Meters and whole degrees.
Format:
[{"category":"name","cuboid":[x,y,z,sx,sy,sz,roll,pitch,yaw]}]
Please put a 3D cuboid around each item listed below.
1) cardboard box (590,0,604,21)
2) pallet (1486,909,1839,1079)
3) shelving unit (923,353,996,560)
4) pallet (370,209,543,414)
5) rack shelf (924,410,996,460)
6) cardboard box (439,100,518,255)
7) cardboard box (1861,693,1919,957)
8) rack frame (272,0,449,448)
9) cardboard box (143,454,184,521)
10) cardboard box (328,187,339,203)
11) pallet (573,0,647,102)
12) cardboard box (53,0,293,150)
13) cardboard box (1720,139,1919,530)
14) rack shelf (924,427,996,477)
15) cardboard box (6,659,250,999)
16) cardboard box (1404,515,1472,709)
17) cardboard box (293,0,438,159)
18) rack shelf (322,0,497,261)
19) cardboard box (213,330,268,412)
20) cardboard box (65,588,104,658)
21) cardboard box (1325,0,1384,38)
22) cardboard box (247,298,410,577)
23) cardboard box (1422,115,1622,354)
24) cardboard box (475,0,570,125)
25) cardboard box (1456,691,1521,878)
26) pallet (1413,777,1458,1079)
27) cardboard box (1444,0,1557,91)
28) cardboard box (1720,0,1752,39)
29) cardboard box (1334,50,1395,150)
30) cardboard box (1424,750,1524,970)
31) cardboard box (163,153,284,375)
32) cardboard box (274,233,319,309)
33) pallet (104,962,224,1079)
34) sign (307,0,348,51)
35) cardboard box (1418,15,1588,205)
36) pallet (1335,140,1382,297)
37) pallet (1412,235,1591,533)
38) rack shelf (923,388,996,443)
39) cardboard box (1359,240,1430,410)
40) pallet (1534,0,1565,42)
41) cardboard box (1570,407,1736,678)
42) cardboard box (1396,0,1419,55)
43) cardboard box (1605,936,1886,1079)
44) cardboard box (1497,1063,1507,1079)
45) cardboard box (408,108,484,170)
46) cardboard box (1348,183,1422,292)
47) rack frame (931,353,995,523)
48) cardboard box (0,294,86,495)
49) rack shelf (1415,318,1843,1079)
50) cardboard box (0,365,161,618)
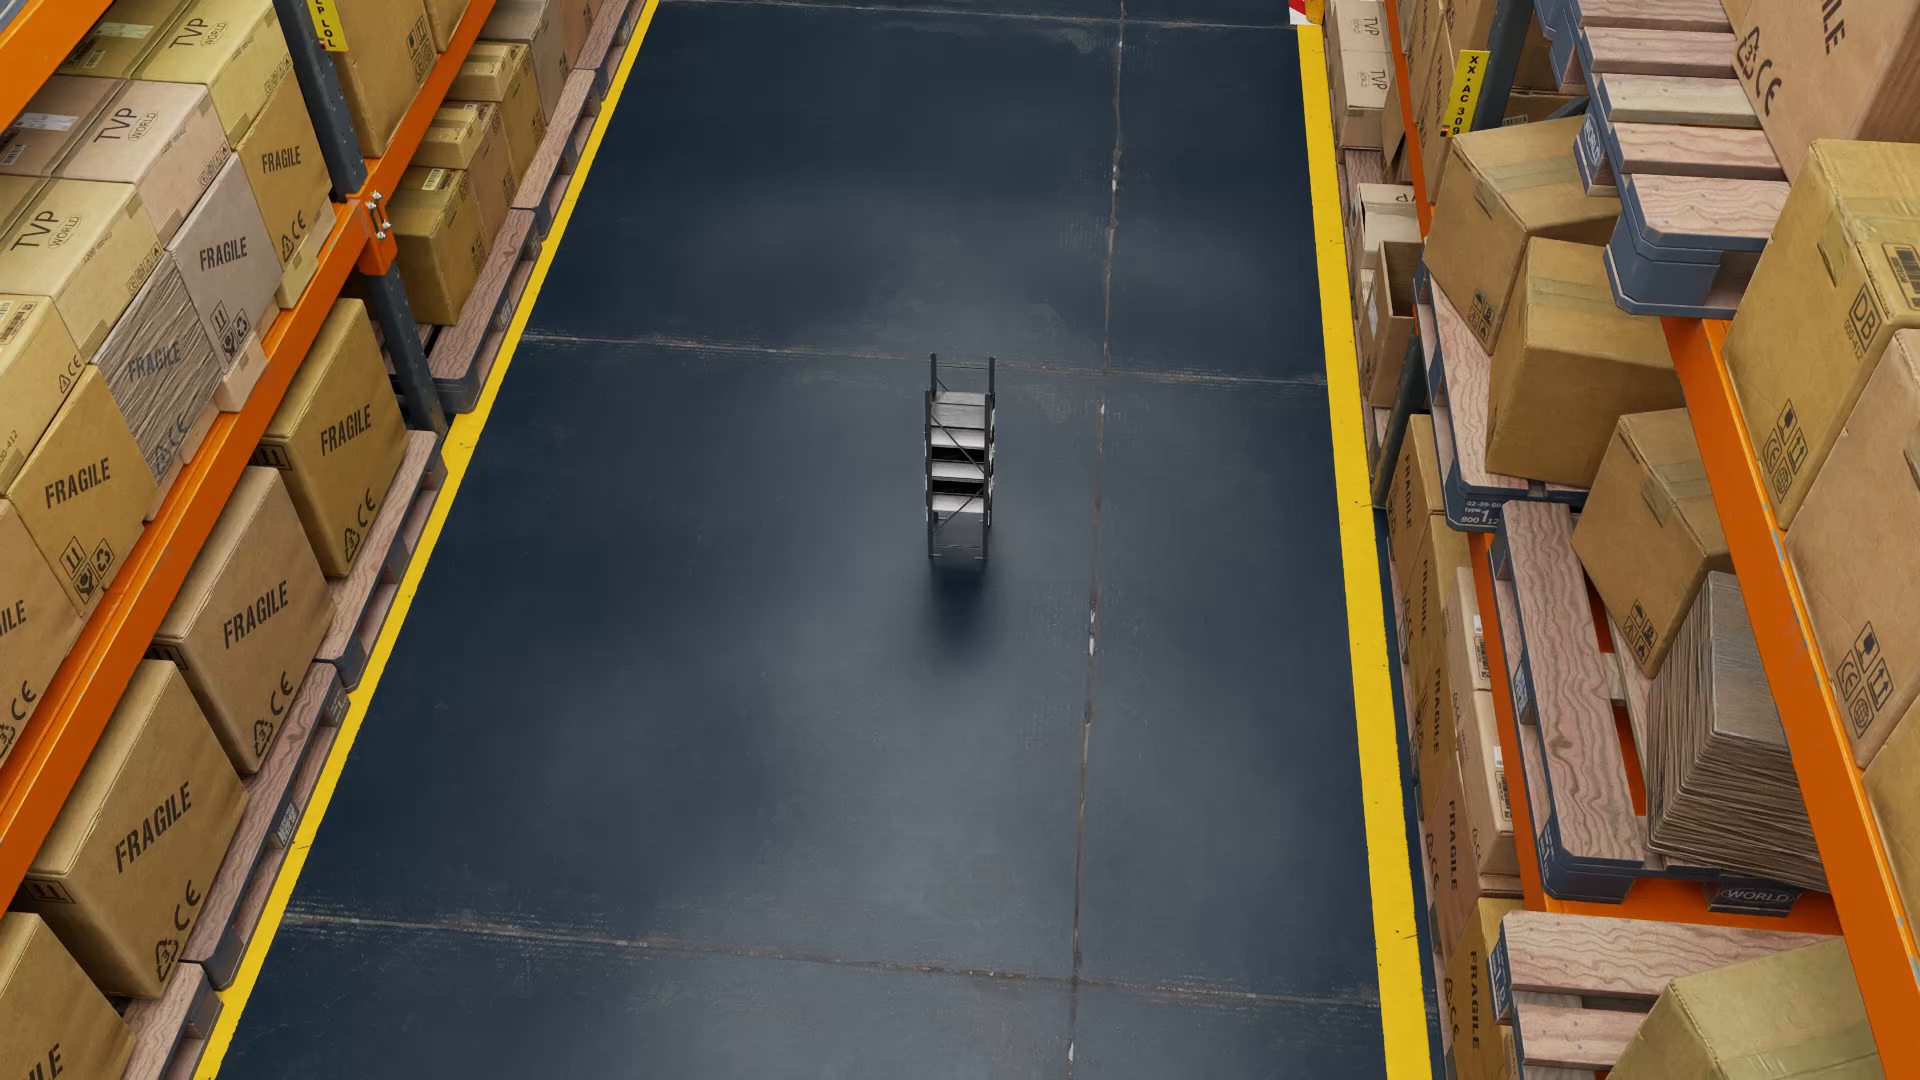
[{"category":"cardboard box","cuboid":[-2.320,-3.197,9.076,0.700,0.500,0.500,4,48,4]},{"category":"pallet","cuboid":[1.840,1.351,3.637,1.213,0.211,1.003,4,48,4]},{"category":"shelving unit","cuboid":[0.001,-0.310,6.449,0.258,0.900,0.210,4,48,4]},{"category":"pallet","cuboid":[-2.573,-1.093,7.632,1.003,0.211,1.213,4,48,4]},{"category":"rack shelf","cuboid":[0.001,-0.409,6.341,0.258,0.077,0.200,4,48,4]},{"category":"cardboard box","cuboid":[-2.501,-1.690,7.698,0.700,0.500,0.500,3,48,3]},{"category":"cardboard box","cuboid":[1.855,0.420,2.258,0.910,0.500,0.500,4,48,4]},{"category":"rack frame","cuboid":[-2.720,-1.480,6.097,1.000,3.000,0.127,4,48,4]},{"category":"cardboard box","cuboid":[-2.629,-0.204,5.087,0.380,0.149,0.250,3,48,2]},{"category":"cardboard box","cuboid":[-2.761,-1.447,7.036,0.380,0.149,0.250,4,48,3]},{"category":"pallet","cuboid":[-2.351,-2.886,9.272,1.003,0.211,1.213,4,48,4]},{"category":"cardboard box","cuboid":[-2.508,-1.514,5.337,0.500,0.250,0.500,5,48,4]},{"category":"cardboard box","cuboid":[1.949,-0.337,2.950,0.910,0.500,0.500,4,48,4]},{"category":"rack shelf","cuboid":[0.001,-0.348,6.408,0.258,0.077,0.200,4,48,4]},{"category":"cardboard box","cuboid":[-2.801,0.868,5.122,0.750,0.750,0.750,4,48,3]},{"category":"cardboard box","cuboid":[1.889,0.277,5.886,0.500,0.500,0.500,4,48,4]},{"category":"cardboard box","cuboid":[-2.655,-1.979,6.350,0.980,0.700,0.700,5,48,4]},{"category":"rack shelf","cuboid":[-2.538,-2.707,7.707,1.077,0.370,4.000,4,48,4]},{"category":"cardboard box","cuboid":[-2.503,-0.562,5.414,0.380,0.149,0.250,4,48,4]},{"category":"cardboard box","cuboid":[-2.695,0.183,4.733,0.380,0.149,0.250,4,48,4]},{"category":"cardboard box","cuboid":[2.174,-2.813,8.938,0.380,0.166,0.250,4,48,4]},{"category":"cardboard box","cuboid":[-2.650,-0.410,6.291,0.750,0.750,0.750,4,48,4]},{"category":"cardboard box","cuboid":[1.947,-0.992,5.299,0.700,0.500,0.500,-11,48,-10]},{"category":"cardboard box","cuboid":[-2.411,-2.459,8.402,0.700,0.500,0.500,2,48,2]},{"category":"cardboard box","cuboid":[1.790,0.735,4.959,0.500,0.250,0.500,3,48,3]},{"category":"pallet","cuboid":[2.068,1.290,5.453,1.003,0.211,1.213,4,48,4]},{"category":"cardboard box","cuboid":[2.001,-1.910,5.745,0.500,0.500,0.500,4,48,4]},{"category":"cardboard box","cuboid":[2.055,-1.514,3.675,0.600,0.600,0.600,3,48,3]},{"category":"cardboard box","cuboid":[2.154,-2.195,8.316,0.500,0.250,0.500,4,48,4]},{"category":"cardboard box","cuboid":[1.789,1.015,5.211,0.500,0.500,0.500,2,48,2]},{"category":"cardboard box","cuboid":[-2.548,-0.890,5.274,0.500,0.500,0.500,4,48,4]},{"category":"cardboard box","cuboid":[-2.469,-0.948,5.767,0.380,0.149,0.250,5,48,4]},{"category":"pallet","cuboid":[-2.938,1.826,4.963,1.003,0.211,1.213,4,48,4]},{"category":"sign","cuboid":[-2.179,-1.815,5.672,0.100,0.325,0.005,4,48,4]},{"category":"cardboard box","cuboid":[2.003,-1.568,6.110,0.500,0.500,0.500,5,48,4]},{"category":"pallet","cuboid":[2.385,-1.612,8.108,1.003,0.211,1.213,4,48,4]},{"category":"pallet","cuboid":[2.031,-0.505,5.335,1.003,0.211,1.213,4,48,4]},{"category":"rack shelf","cuboid":[0.001,-0.469,6.275,0.258,0.077,0.200,4,48,4]},{"category":"cardboard box","cuboid":[1.982,-0.893,6.955,0.500,0.500,0.500,4,48,4]},{"category":"pallet","cuboid":[2.084,-1.624,4.324,1.213,0.211,1.003,4,48,4]},{"category":"cardboard box","cuboid":[2.113,-0.023,4.412,0.700,0.500,0.500,-7,48,-6]},{"category":"cardboard box","cuboid":[2.093,-2.325,6.802,0.500,0.500,0.500,5,48,4]},{"category":"cardboard box","cuboid":[1.794,1.143,3.345,0.700,0.500,0.500,-11,48,-10]},{"category":"cardboard box","cuboid":[1.700,1.781,4.510,0.500,0.500,0.500,6,48,5]},{"category":"cardboard box","cuboid":[-2.337,-1.779,7.341,0.380,0.149,0.250,5,48,5]},{"category":"cardboard box","cuboid":[2.051,-1.380,7.529,0.500,0.311,0.500,4,48,4]},{"category":"rack frame","cuboid":[0.010,-0.384,6.518,0.240,0.900,0.006,4,48,4]},{"category":"cardboard box","cuboid":[-2.657,-0.390,4.308,0.500,0.250,0.500,3,48,3]},{"category":"rack shelf","cuboid":[2.031,0.562,4.716,1.077,0.370,4.000,4,48,4]},{"category":"cardboard box","cuboid":[-2.643,-0.154,4.601,0.500,0.500,0.500,5,48,5]}]
